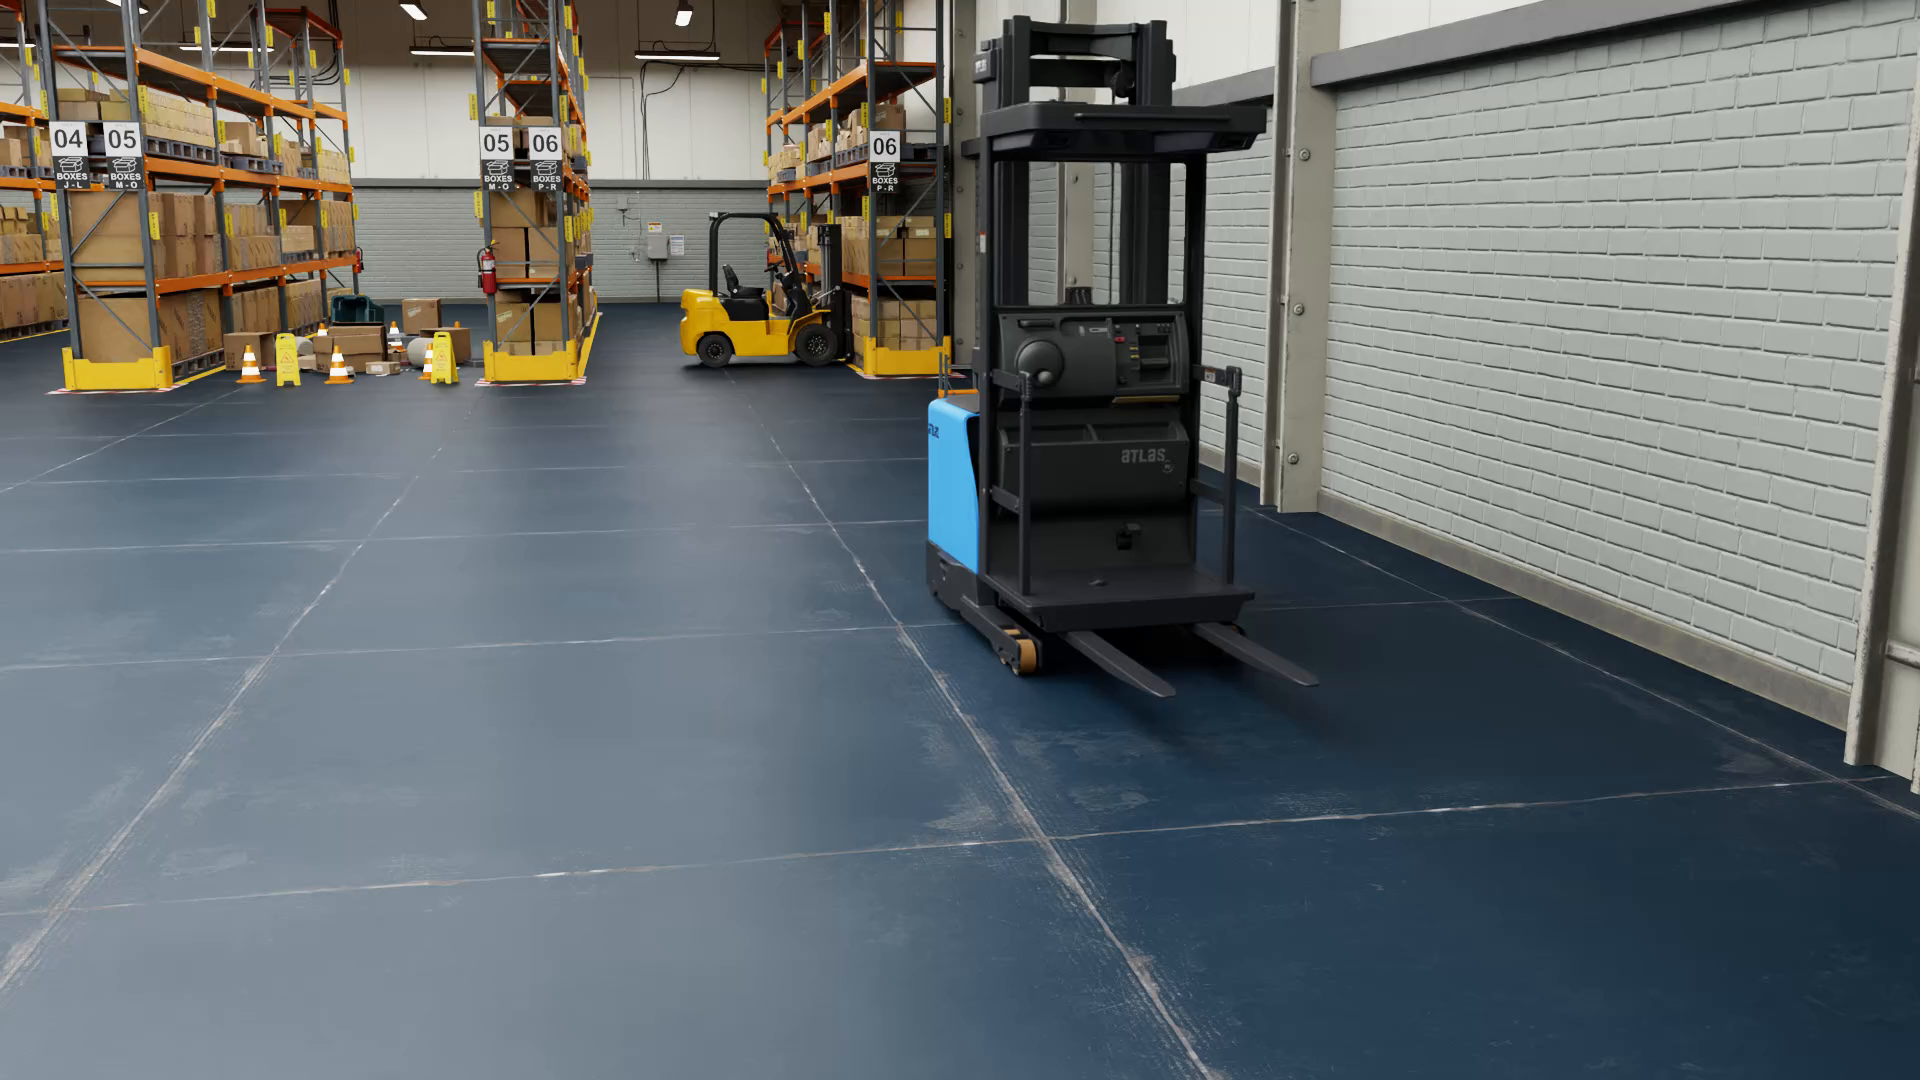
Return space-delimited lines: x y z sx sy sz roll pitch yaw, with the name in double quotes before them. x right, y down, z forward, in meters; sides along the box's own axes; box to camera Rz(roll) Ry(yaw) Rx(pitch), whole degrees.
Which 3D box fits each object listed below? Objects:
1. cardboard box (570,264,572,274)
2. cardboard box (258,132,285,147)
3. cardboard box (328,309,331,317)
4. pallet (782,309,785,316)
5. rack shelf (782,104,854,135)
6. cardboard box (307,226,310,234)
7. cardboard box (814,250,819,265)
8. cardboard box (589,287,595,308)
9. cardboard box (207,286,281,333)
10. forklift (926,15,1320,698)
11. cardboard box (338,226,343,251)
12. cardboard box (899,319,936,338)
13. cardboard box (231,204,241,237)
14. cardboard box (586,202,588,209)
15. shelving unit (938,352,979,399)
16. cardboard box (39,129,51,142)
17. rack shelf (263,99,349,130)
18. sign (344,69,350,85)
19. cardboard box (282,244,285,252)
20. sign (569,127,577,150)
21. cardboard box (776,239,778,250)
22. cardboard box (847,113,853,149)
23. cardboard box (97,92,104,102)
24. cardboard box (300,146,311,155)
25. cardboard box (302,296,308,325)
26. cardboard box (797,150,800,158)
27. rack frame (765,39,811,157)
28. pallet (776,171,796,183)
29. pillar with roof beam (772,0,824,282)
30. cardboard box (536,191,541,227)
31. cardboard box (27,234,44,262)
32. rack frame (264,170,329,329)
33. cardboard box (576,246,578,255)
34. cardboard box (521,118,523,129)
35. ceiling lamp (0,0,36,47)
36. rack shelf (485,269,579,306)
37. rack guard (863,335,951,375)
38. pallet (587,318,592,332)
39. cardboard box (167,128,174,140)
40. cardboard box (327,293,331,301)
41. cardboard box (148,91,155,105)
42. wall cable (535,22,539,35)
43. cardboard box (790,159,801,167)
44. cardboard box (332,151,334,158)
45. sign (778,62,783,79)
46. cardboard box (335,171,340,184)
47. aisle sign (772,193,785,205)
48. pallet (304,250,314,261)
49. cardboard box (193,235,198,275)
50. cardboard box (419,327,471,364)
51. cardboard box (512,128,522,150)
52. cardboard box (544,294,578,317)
"cardboard box" -5.694 -3.848 23.563 0.380 0.149 0.250 -2 11 -11
"cardboard box" -11.973 -6.957 28.890 0.396 0.266 0.258 -2 11 -11
"cardboard box" -12.510 -4.452 32.568 0.380 0.149 0.250 -3 11 -13
"pallet" -3.183 -4.704 34.846 1.003 0.211 1.213 -2 11 -11
"rack shelf" -2.662 -7.978 31.540 1.077 0.370 4.000 -2 11 -11
"cardboard box" -12.432 -5.827 31.249 0.380 0.149 0.250 -2 11 -13
"cardboard box" -2.226 -4.864 28.628 0.500 0.250 0.500 -2 11 -13
"cardboard box" -8.284 -5.163 35.529 0.875 0.438 0.875 -2 11 -9
"cardboard box" -11.946 -3.821 27.641 1.050 0.750 0.750 -2 11 -12
"forklift" 0.694 -0.911 7.642 1.130 2.935 3.031 -3 11 -15
"cardboard box" -12.903 -6.145 33.895 0.500 0.500 0.500 -2 11 -8
"cardboard box" -0.604 -2.942 23.024 0.500 0.250 0.500 -2 11 -10
"cardboard box" -11.501 -4.919 25.576 0.700 0.500 0.500 -2 11 -11
"cardboard box" -8.225 -7.211 35.882 0.380 0.149 0.250 -2 11 -12
"shelving unit" 0.003 -0.587 10.570 0.258 1.200 0.189 -2 11 -11
"cardboard box" -18.034 -7.915 32.576 0.500 0.250 0.500 -2 11 -13
"rack shelf" -13.144 -8.527 33.362 1.077 0.370 4.000 -2 11 -11
"sign" -12.984 -9.802 35.206 0.100 0.325 0.005 -2 11 -11
"cardboard box" -11.918 -5.056 28.786 0.380 0.149 0.250 -2 11 -8
"sign" -5.832 -6.048 25.045 0.100 0.325 0.005 -2 11 -11
"cardboard box" -3.684 -6.383 35.813 0.500 0.250 0.500 -2 11 -13
"cardboard box" -1.219 -5.899 23.979 0.797 0.503 0.637 -2 11 -9
"cardboard box" -10.916 -5.507 20.733 0.380 0.149 0.250 -2 11 -10
"cardboard box" -12.574 -7.472 31.905 0.380 0.149 0.250 -2 11 -12
"cardboard box" -12.070 -4.138 29.976 0.500 0.500 0.500 -2 11 -12
"cardboard box" -2.831 -7.200 31.020 0.380 0.149 0.250 -2 11 -12
"rack frame" -3.828 -9.629 37.217 1.000 3.000 0.127 -2 11 -11
"pallet" -2.993 -7.207 33.019 1.213 0.211 1.003 -2 11 -11
"pillar with roof beam" -7.692 -9.999 39.165 9.100 9.000 0.548 -2 11 -11
"cardboard box" -5.989 -4.431 22.217 0.700 0.500 0.500 -2 11 -10
"cardboard box" -17.281 -5.380 30.670 0.500 0.500 0.500 -2 11 -11
"rack frame" -12.755 -5.568 31.928 1.000 3.000 0.127 -2 11 -11
"cardboard box" -6.200 -4.541 26.082 0.380 0.149 0.250 -2 11 -10
"cardboard box" -5.518 -5.426 21.698 0.380 0.149 0.250 -2 11 -11
"ceiling lamp" -21.327 -12.358 35.947 2.000 3.185 0.800 -2 11 -11
"rack shelf" -5.974 -3.579 23.403 1.077 0.370 4.000 -2 11 -11
"rack guard" -0.712 -2.515 22.571 1.175 0.500 0.348 -2 11 -11
"pallet" -7.454 -4.034 31.325 1.003 0.211 1.213 -2 11 -11
"cardboard box" -10.369 -5.232 21.424 0.380 0.149 0.250 -2 11 -11
"cardboard box" -12.614 -4.790 32.748 0.380 0.149 0.250 -2 11 -8
"cardboard box" -10.221 -5.483 20.609 0.380 0.149 0.250 -2 11 -11
"wall cable" -11.597 -13.371 40.833 2.355 3.000 0.029 -2 11 -11
"cardboard box" -3.058 -7.203 31.778 0.380 0.149 0.250 -2 11 -10
"cardboard box" -12.902 -7.810 33.681 0.380 0.149 0.250 -2 11 -13
"sign" -3.586 -9.376 33.182 0.100 0.325 0.005 -2 11 -11
"cardboard box" -12.872 -7.346 33.649 0.500 0.250 0.500 -2 11 -8
"aisle sign" -4.130 -7.960 37.544 0.394 0.787 0.004 -2 11 -11
"pallet" -12.749 -5.328 31.182 1.003 0.211 1.213 -2 11 -11
"cardboard box" -10.996 -3.904 22.784 0.875 0.550 0.550 -2 11 -11
"cardboard box" -7.489 -2.827 24.204 0.500 0.500 0.500 6 12 28
"cardboard box" -5.949 -5.196 21.556 0.500 0.250 0.500 -2 11 -12
"cardboard box" -5.984 -3.425 24.892 0.500 0.500 0.500 -2 11 -12
